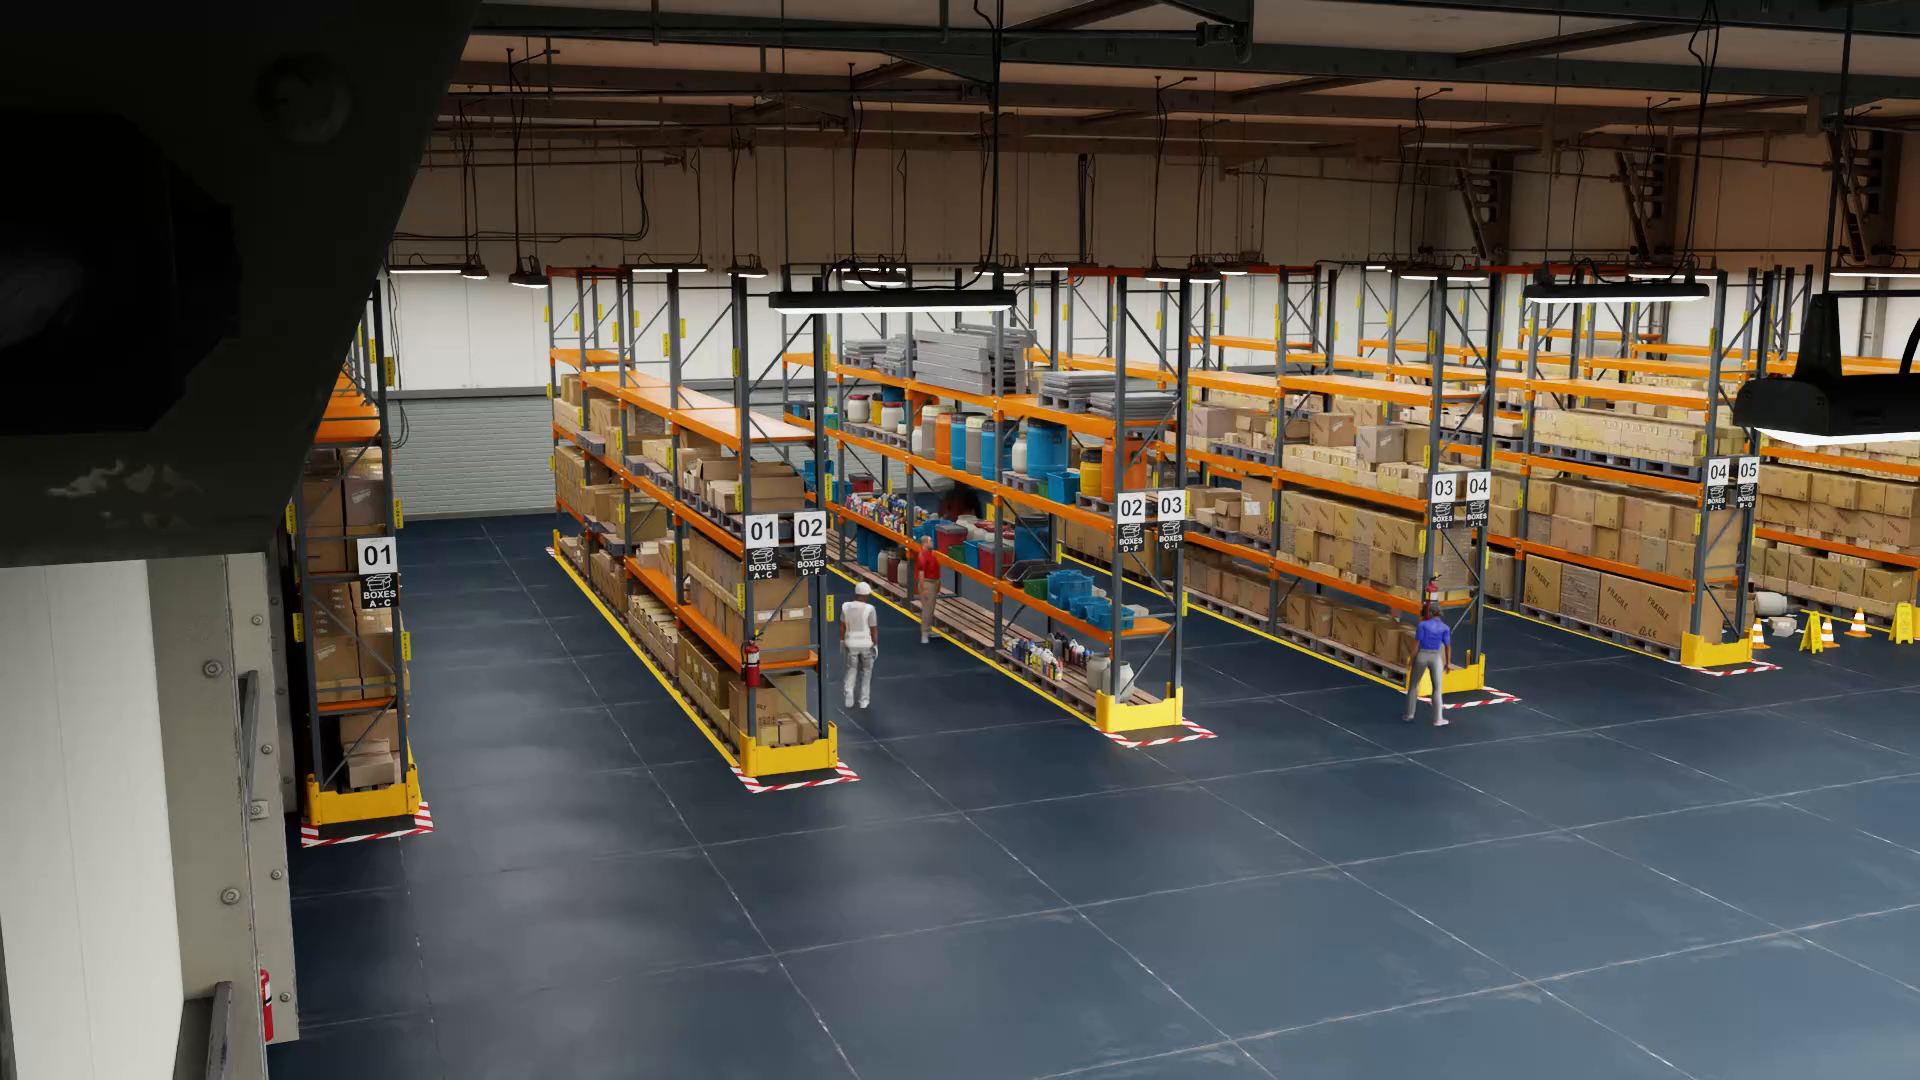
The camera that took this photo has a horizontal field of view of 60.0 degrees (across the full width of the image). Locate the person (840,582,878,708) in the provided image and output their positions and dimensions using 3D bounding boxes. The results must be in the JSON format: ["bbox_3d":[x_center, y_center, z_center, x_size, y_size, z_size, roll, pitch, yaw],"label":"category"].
[{"bbox_3d":[-1.411,1.469,23.019,0.562,1.778,0.612,2,10,12],"label":"person"}]

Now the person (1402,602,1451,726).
[{"bbox_3d":[6.291,1.679,22.401,0.624,1.709,0.407,4,11,21],"label":"person"}]

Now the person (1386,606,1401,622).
[{"bbox_3d":[7.523,0.560,28.657,0.374,1.686,0.471,1,10,5],"label":"person"}]

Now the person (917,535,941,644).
[{"bbox_3d":[-0.503,0.790,27.221,0.347,1.749,0.706,2,10,9],"label":"person"}]
